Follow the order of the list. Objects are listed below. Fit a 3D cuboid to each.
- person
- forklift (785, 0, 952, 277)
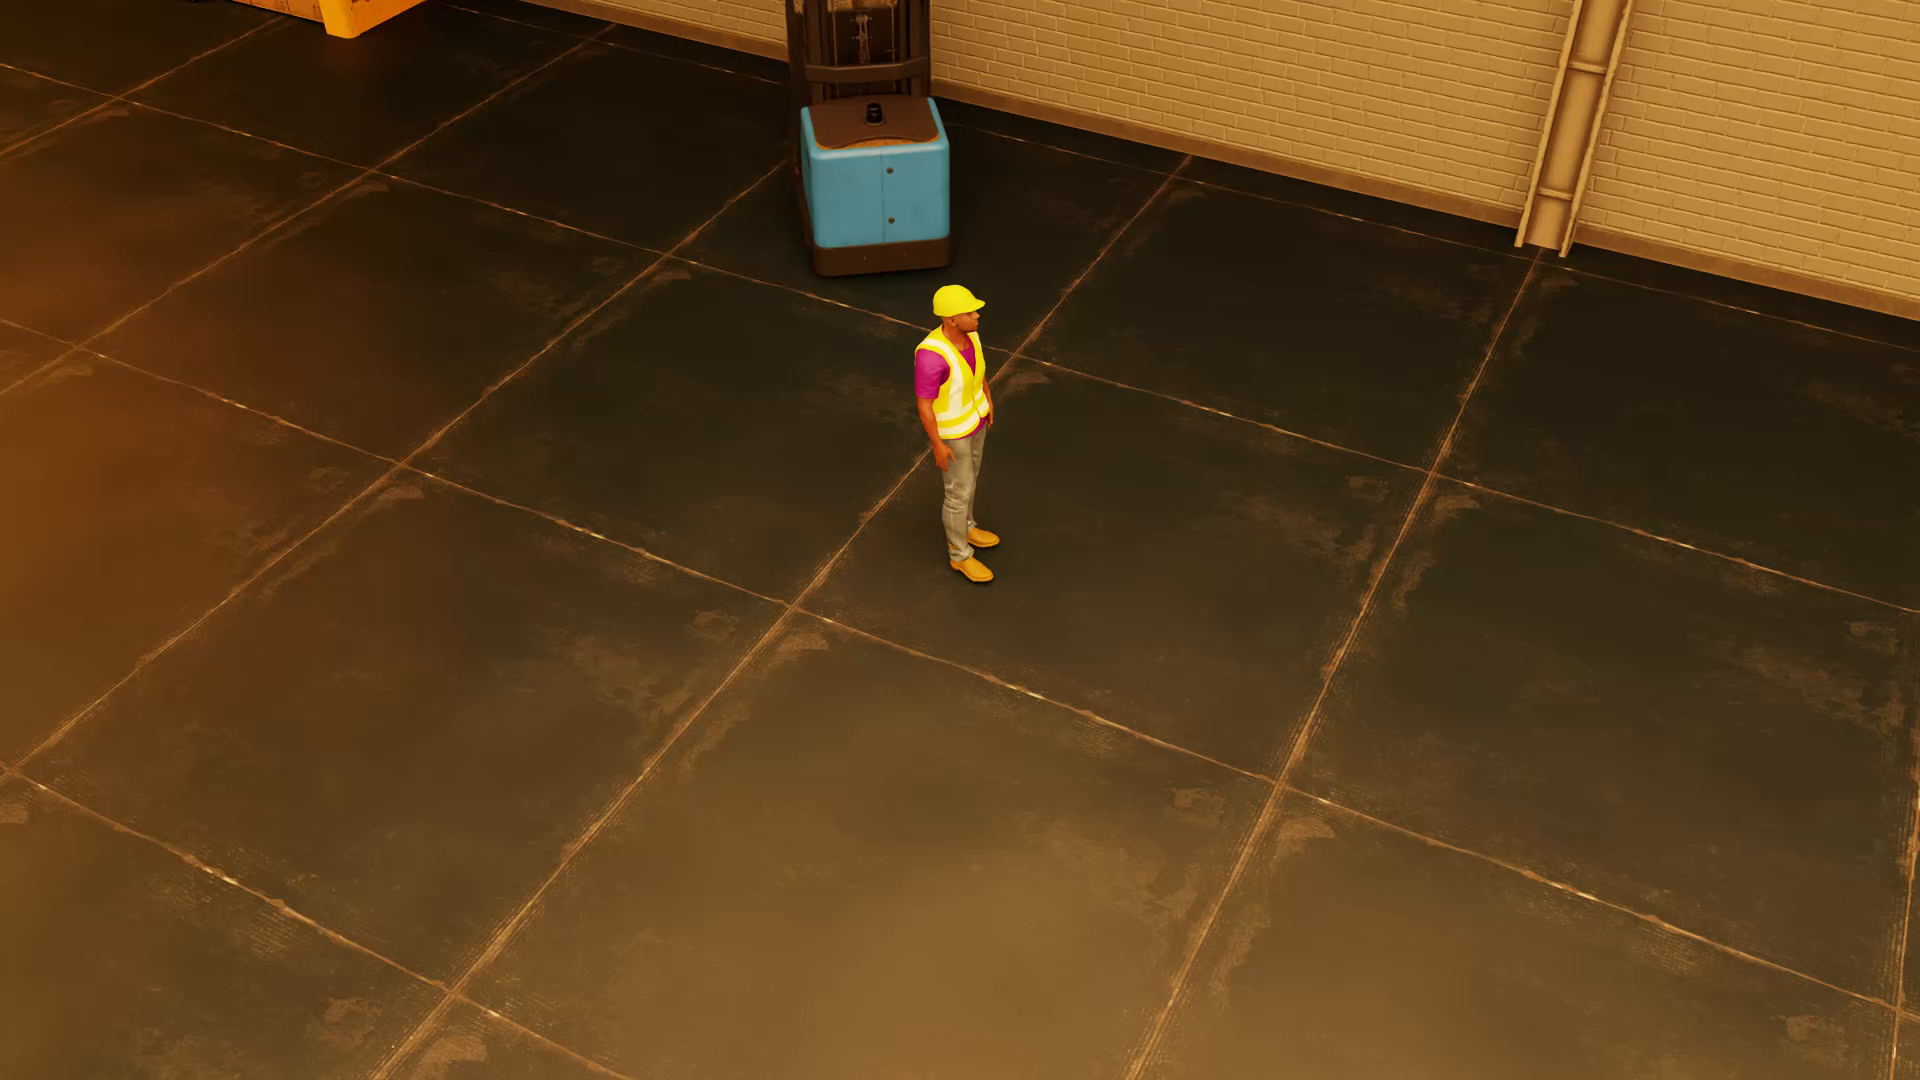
[{"bbox_3d":[0.060,-0.657,9.660,0.575,1.768,0.665,18,43,21],"label":"person"},{"bbox_3d":[-0.811,-4.052,12.798,1.130,2.935,3.031,-6,40,-7],"label":"forklift"}]
